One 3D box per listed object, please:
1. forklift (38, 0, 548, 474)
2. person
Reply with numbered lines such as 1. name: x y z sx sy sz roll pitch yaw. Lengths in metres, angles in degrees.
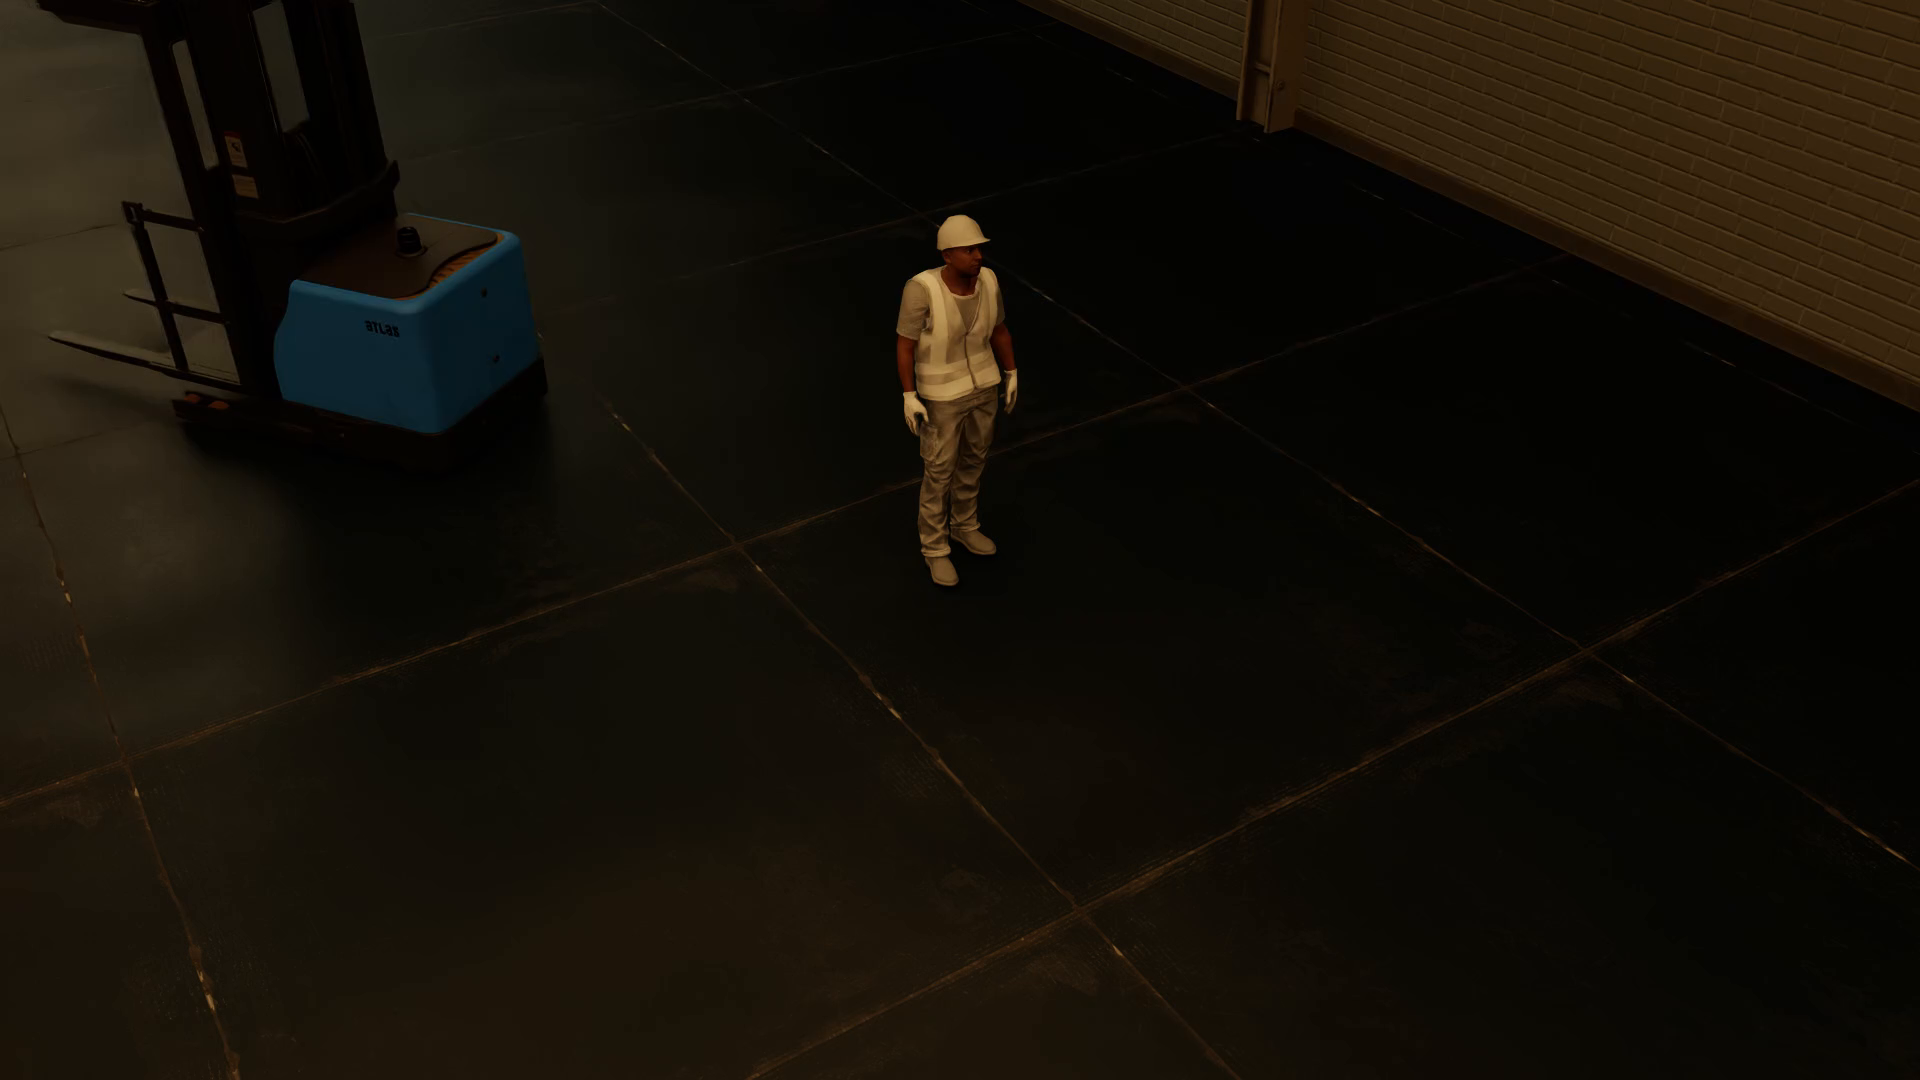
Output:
1. forklift: -4.002 -2.100 9.137 3.031 2.935 1.130 13 37 18
2. person: 0.032 -0.698 8.127 0.656 1.782 0.577 -21 40 -27
